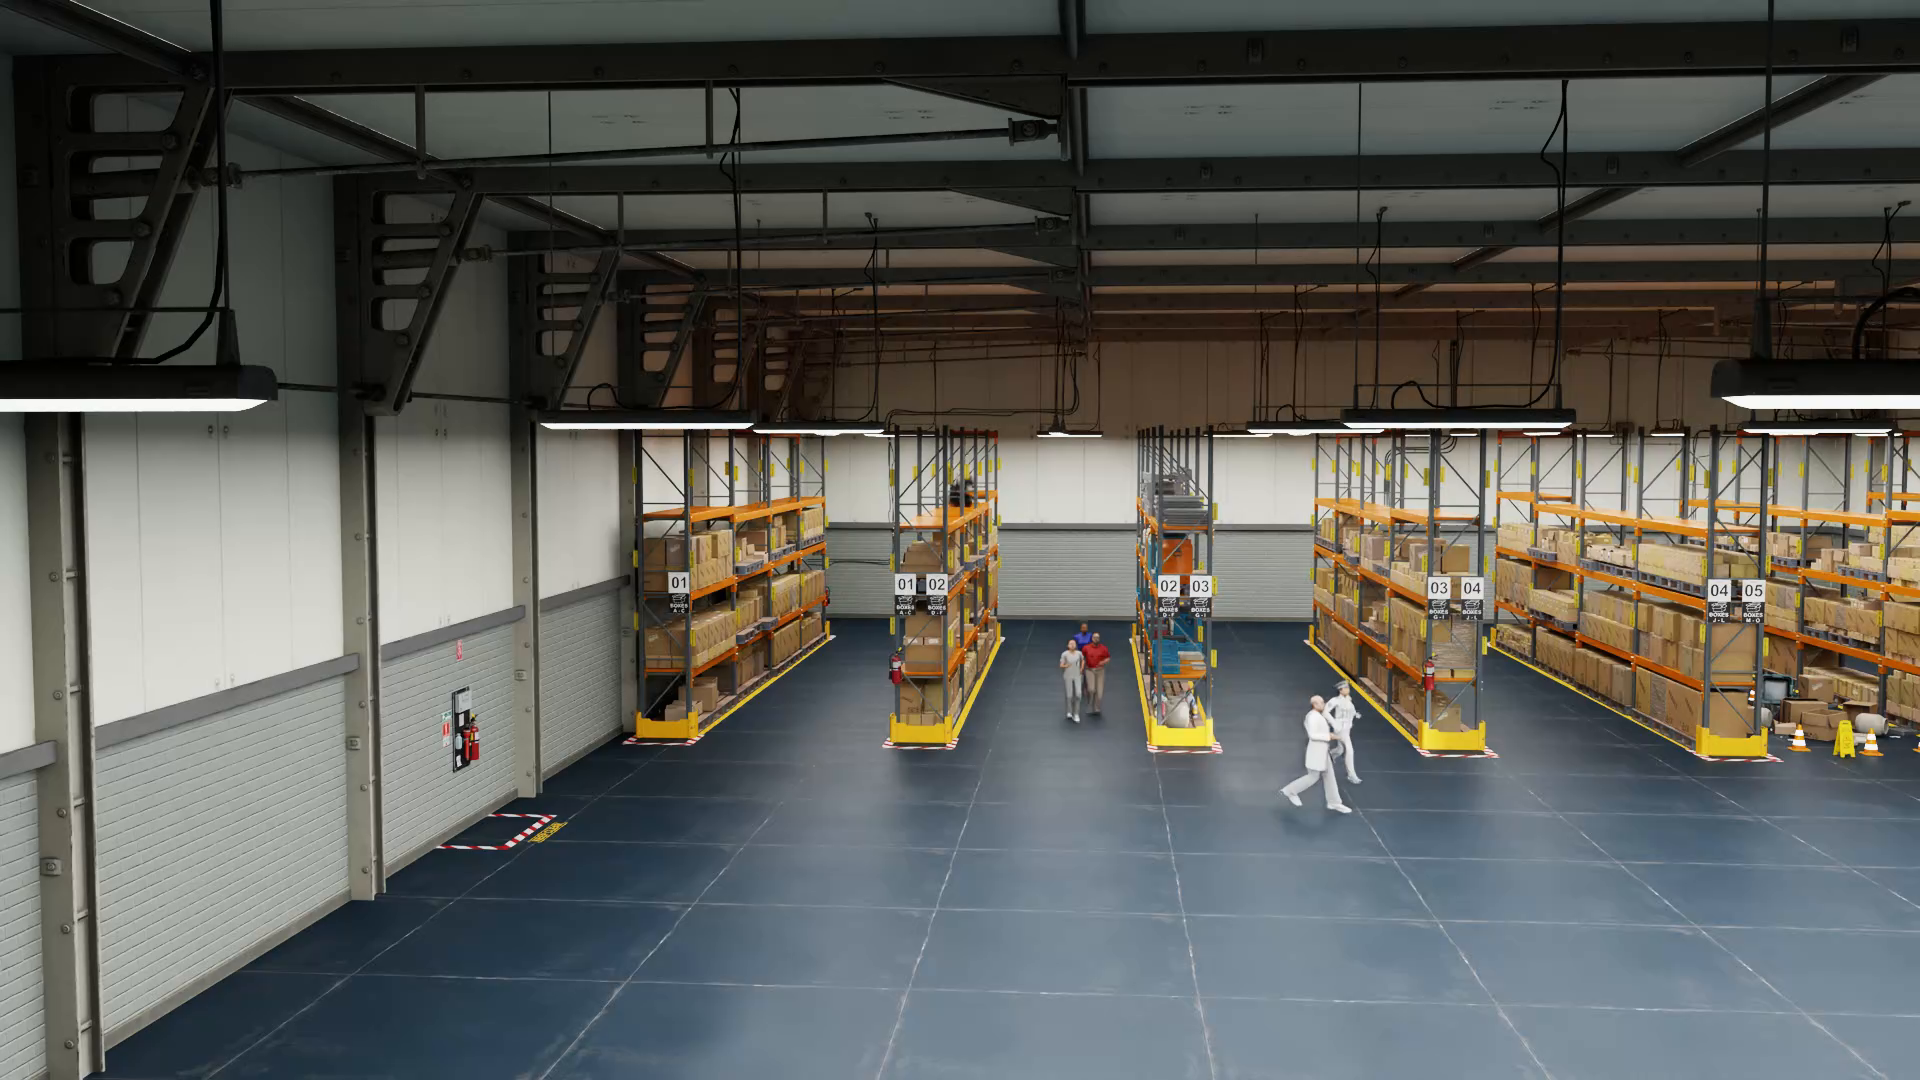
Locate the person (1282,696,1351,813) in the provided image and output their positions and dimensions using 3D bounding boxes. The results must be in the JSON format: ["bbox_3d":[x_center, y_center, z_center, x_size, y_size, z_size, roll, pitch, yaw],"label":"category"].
[{"bbox_3d":[5.484,3.276,25.543,1.049,1.781,0.710,2,4,26],"label":"person"}]

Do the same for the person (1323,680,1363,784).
[{"bbox_3d":[6.425,3.195,27.993,0.851,1.713,0.598,3,5,42],"label":"person"}]

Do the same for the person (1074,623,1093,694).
[{"bbox_3d":[2.794,2.673,37.705,0.558,1.599,0.591,0,3,-5],"label":"person"}]

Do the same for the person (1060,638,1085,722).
[{"bbox_3d":[2.298,2.851,33.912,0.544,1.705,0.691,0,3,-4],"label":"person"}]

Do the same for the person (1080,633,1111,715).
[{"bbox_3d":[2.813,2.791,34.590,0.646,1.719,0.670,0,3,-2],"label":"person"}]
